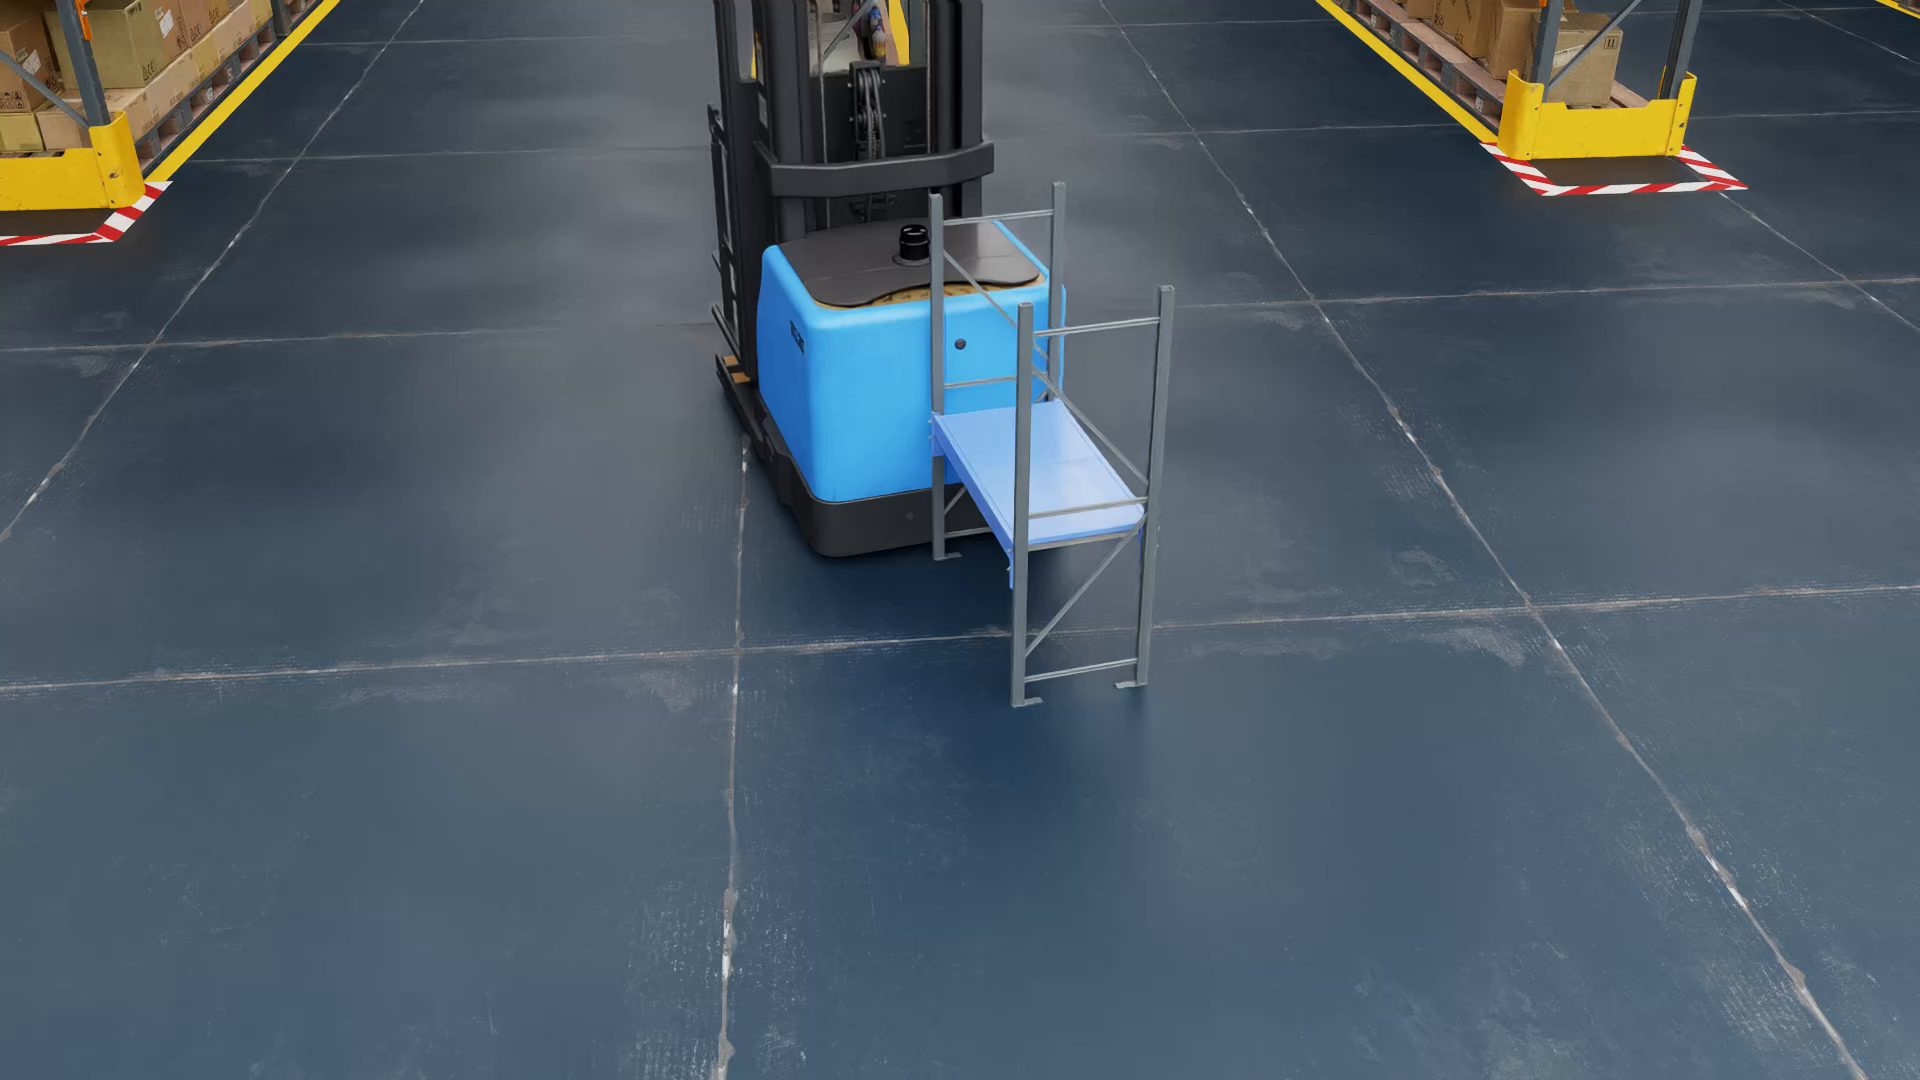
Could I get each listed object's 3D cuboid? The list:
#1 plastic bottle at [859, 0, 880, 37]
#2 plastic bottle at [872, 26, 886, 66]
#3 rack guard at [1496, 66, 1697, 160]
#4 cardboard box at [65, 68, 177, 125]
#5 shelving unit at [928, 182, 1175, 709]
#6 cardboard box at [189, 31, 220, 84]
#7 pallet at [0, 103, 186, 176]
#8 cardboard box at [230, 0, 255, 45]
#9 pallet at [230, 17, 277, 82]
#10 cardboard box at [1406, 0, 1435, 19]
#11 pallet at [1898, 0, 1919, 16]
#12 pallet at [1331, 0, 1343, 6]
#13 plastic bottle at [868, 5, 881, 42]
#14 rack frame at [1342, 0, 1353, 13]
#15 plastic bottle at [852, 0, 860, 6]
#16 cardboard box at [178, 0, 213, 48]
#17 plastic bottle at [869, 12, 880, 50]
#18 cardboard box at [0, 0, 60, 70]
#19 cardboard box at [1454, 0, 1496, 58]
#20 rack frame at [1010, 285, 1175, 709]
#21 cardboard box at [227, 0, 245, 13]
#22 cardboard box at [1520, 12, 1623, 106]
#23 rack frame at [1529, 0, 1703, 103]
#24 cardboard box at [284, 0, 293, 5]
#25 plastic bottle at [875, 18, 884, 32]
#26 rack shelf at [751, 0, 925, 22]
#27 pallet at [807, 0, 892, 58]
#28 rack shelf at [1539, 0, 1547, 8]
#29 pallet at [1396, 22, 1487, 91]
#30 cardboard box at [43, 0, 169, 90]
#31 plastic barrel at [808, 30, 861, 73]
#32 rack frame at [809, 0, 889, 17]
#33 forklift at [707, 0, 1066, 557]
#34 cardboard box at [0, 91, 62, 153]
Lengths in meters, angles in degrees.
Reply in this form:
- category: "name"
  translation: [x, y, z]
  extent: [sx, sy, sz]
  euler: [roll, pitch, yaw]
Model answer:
- category: "plastic bottle"
  translation: [-0.694, -4.023, 12.788]
  extent: [0.152, 0.276, 0.135]
  euler: [-2, 31, -4]
- category: "plastic bottle"
  translation: [-0.586, -3.581, 12.051]
  extent: [0.097, 0.271, 0.097]
  euler: [0, 31, 0]
- category: "rack guard"
  translation: [4.198, -2.826, 10.993]
  extent: [1.175, 0.500, 0.348]
  euler: [-3, 31, -5]
- category: "cardboard box"
  translation: [-5.538, -2.927, 10.996]
  extent: [0.500, 0.250, 0.500]
  euler: [-3, 31, -5]
- category: "shelving unit"
  translation: [0.276, -0.352, 5.876]
  extent: [0.538, 1.500, 1.048]
  euler: [-8, 32, -14]
- category: "cardboard box"
  translation: [-5.626, -3.437, 11.852]
  extent: [0.500, 0.250, 0.500]
  euler: [-3, 31, -5]
- category: "pallet"
  translation: [-5.772, -2.579, 10.861]
  extent: [1.003, 0.211, 1.213]
  euler: [-3, 31, -5]
- category: "cardboard box"
  translation: [-5.735, -3.947, 12.705]
  extent: [0.500, 0.250, 0.500]
  euler: [-3, 31, -5]
- category: "pallet"
  translation: [-6.000, -3.824, 12.947]
  extent: [1.003, 0.211, 1.213]
  euler: [-3, 31, -5]
- category: "cardboard box"
  translation: [3.890, -4.511, 13.405]
  extent: [0.500, 0.500, 0.500]
  euler: [7, 32, 11]
- category: "pallet"
  translation: [8.772, -4.499, 14.076]
  extent: [1.003, 0.211, 1.213]
  euler: [-3, 31, -5]
- category: "pallet"
  translation: [3.757, -5.102, 15.087]
  extent: [1.003, 0.211, 1.213]
  euler: [-3, 31, -5]
- category: "plastic bottle"
  translation: [-0.646, -3.910, 12.603]
  extent: [0.097, 0.271, 0.097]
  euler: [0, 31, 0]
- category: "rack frame"
  translation: [3.831, -5.902, 13.706]
  extent: [1.000, 3.000, 0.127]
  euler: [-3, 31, -5]
- category: "plastic bottle"
  translation: [-0.805, -4.092, 12.895]
  extent: [0.061, 0.283, 0.133]
  euler: [-3, 31, -5]
- category: "cardboard box"
  translation: [-5.625, -3.759, 11.659]
  extent: [0.500, 0.500, 0.500]
  euler: [-3, 31, -5]
- category: "plastic bottle"
  translation: [-0.627, -3.807, 12.430]
  extent: [0.097, 0.271, 0.097]
  euler: [0, 31, 0]
- category: "cardboard box"
  translation: [-6.113, -3.478, 11.189]
  extent: [0.500, 0.500, 0.500]
  euler: [-3, 31, -5]
- category: "cardboard box"
  translation: [4.033, -3.911, 12.400]
  extent: [0.500, 0.500, 0.500]
  euler: [0, 31, 0]
- category: "rack frame"
  translation: [0.418, -0.101, 5.457]
  extent: [0.500, 1.500, 0.032]
  euler: [-8, 32, -14]
- category: "cardboard box"
  translation: [-5.736, -4.269, 12.513]
  extent: [0.500, 0.500, 0.500]
  euler: [-3, 31, -5]
- category: "cardboard box"
  translation: [4.163, -3.287, 11.356]
  extent: [0.500, 0.500, 0.500]
  euler: [3, 31, 5]
- category: "rack frame"
  translation: [4.205, -3.860, 10.287]
  extent: [1.000, 3.000, 0.127]
  euler: [-3, 31, -5]
- category: "cardboard box"
  translation: [-5.823, -4.647, 13.877]
  extent: [0.500, 0.250, 0.500]
  euler: [-3, 31, -6]
- category: "plastic bottle"
  translation: [-0.589, -3.702, 12.243]
  extent: [0.061, 0.283, 0.133]
  euler: [-2, 31, -4]
- category: "rack shelf"
  translation: [-0.914, -4.335, 11.784]
  extent: [1.077, 0.370, 4.000]
  euler: [-3, 31, -5]
- category: "pallet"
  translation: [-1.079, -4.123, 13.447]
  extent: [1.003, 0.211, 1.213]
  euler: [-3, 31, -5]
- category: "rack shelf"
  translation: [4.018, -4.572, 12.181]
  extent: [1.077, 0.370, 4.000]
  euler: [-3, 31, -5]
- category: "pallet"
  translation: [4.046, -3.740, 12.805]
  extent: [1.003, 0.211, 1.213]
  euler: [-3, 31, -5]
- category: "cardboard box"
  translation: [-5.536, -3.249, 10.804]
  extent: [0.500, 0.500, 0.500]
  euler: [-3, 31, -5]
- category: "plastic barrel"
  translation: [-0.864, -3.067, 10.977]
  extent: [0.421, 0.512, 0.421]
  euler: [0, 31, 0]
- category: "rack frame"
  translation: [-1.100, -5.665, 13.309]
  extent: [1.000, 3.000, 0.127]
  euler: [-3, 31, -5]
- category: "forklift"
  translation: [-0.527, -1.936, 7.134]
  extent: [1.130, 2.935, 3.031]
  euler: [-10, 32, -16]
- category: "cardboard box"
  translation: [-6.003, -2.647, 10.528]
  extent: [0.500, 0.250, 0.500]
  euler: [-3, 31, -5]
